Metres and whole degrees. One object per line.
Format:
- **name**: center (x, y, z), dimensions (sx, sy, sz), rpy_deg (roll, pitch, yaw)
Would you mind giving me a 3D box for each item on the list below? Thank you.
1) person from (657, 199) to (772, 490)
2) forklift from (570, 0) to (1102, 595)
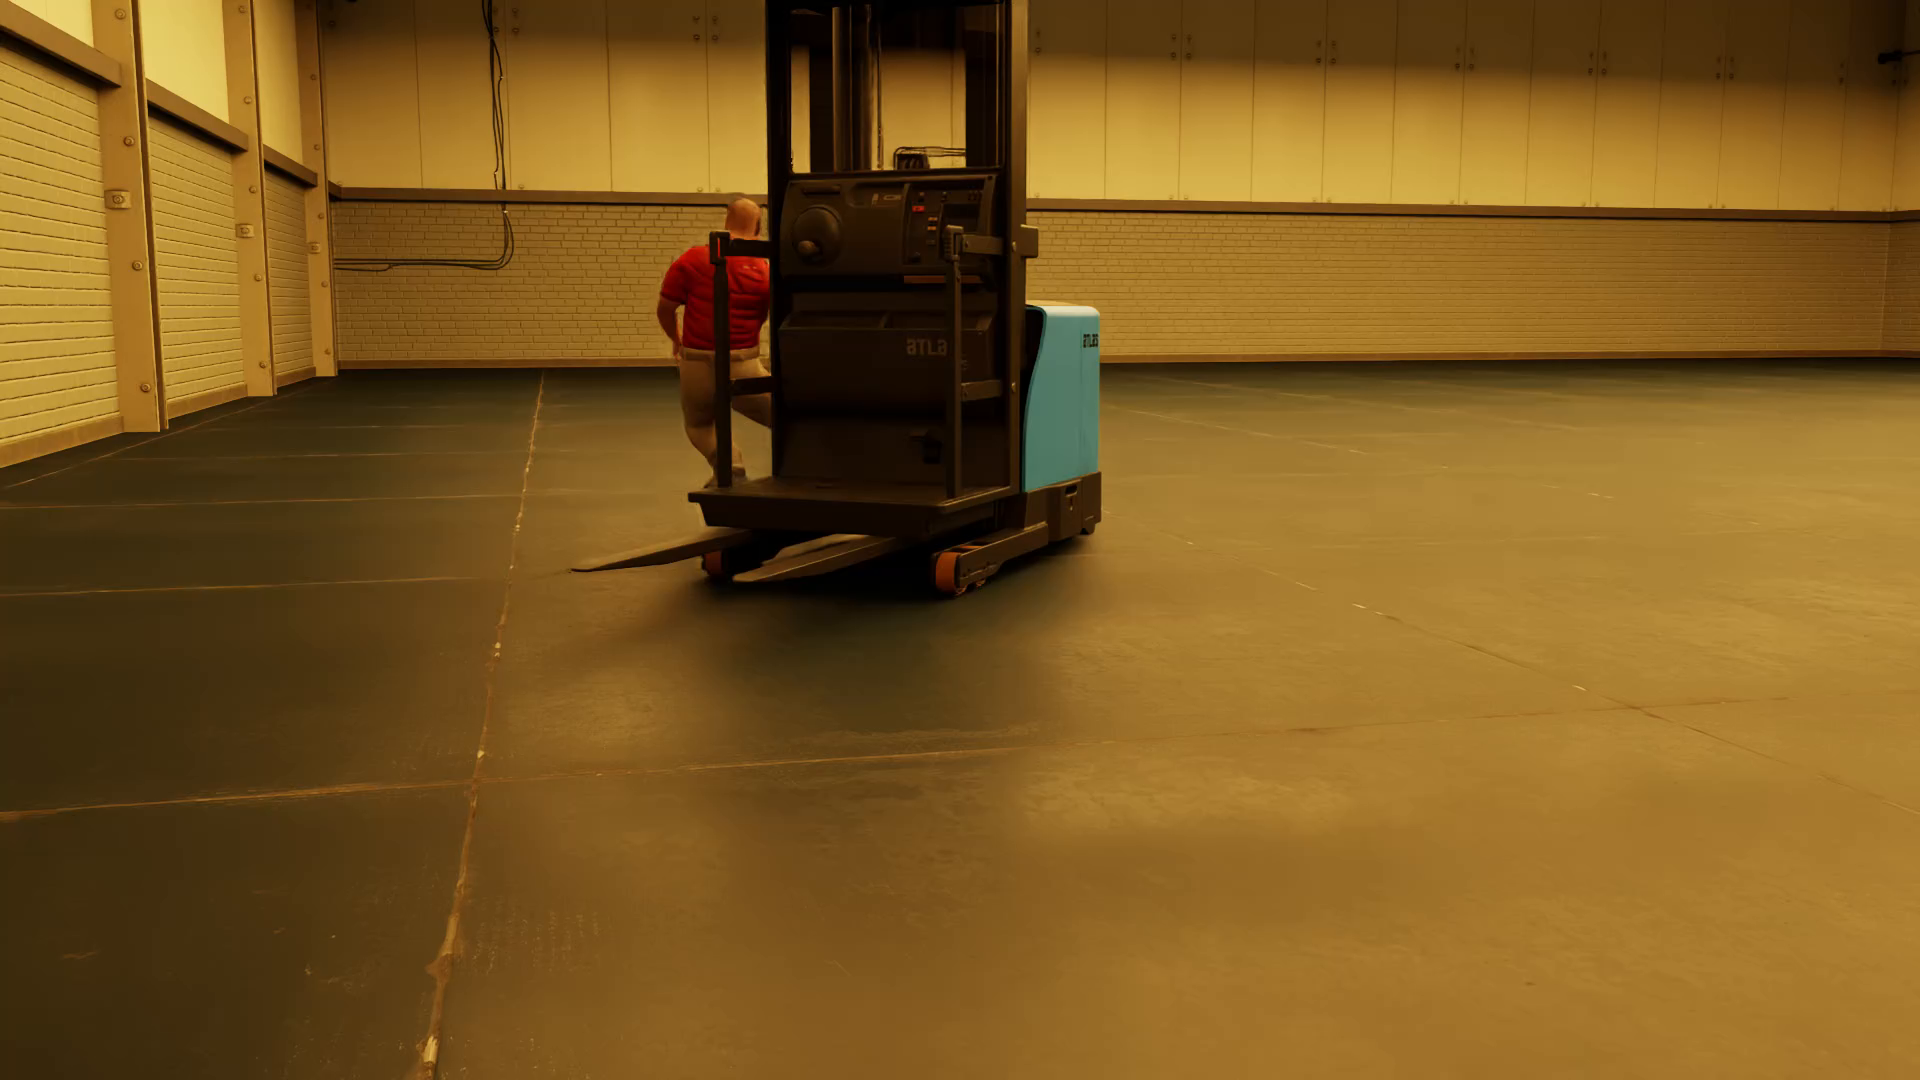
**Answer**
- **person**: center (-1.019, -0.833, 8.100), dimensions (0.816, 1.600, 0.690), rpy_deg (1, 8, 9)
- **forklift**: center (-0.377, -1.312, 6.505), dimensions (1.130, 2.935, 3.031), rpy_deg (3, 9, 23)
